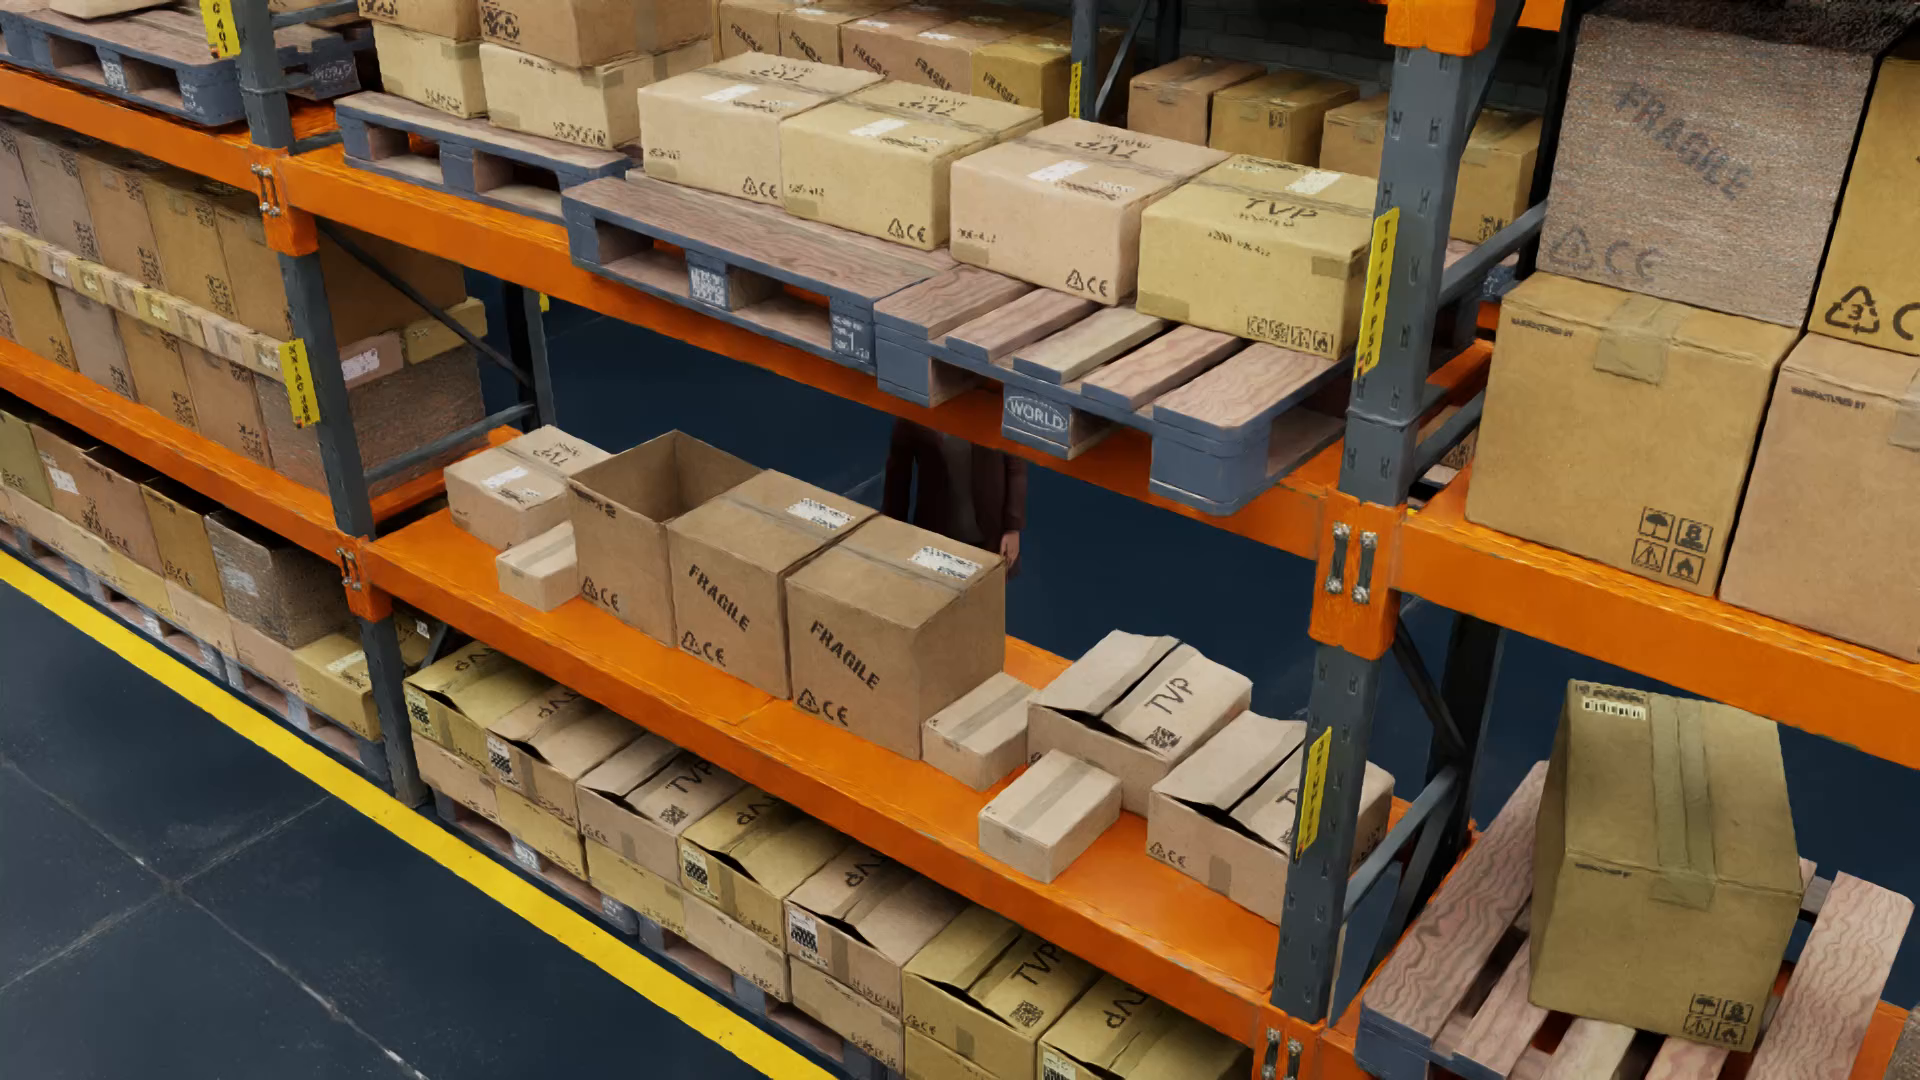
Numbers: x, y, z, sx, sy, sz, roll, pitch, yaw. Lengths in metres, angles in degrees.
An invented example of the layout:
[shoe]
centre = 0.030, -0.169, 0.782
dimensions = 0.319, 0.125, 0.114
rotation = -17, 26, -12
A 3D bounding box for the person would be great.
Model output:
[person]
centre = -0.034, -0.020, 7.123
dimensions = 0.637, 1.789, 0.494
rotation = 2, 31, 4
